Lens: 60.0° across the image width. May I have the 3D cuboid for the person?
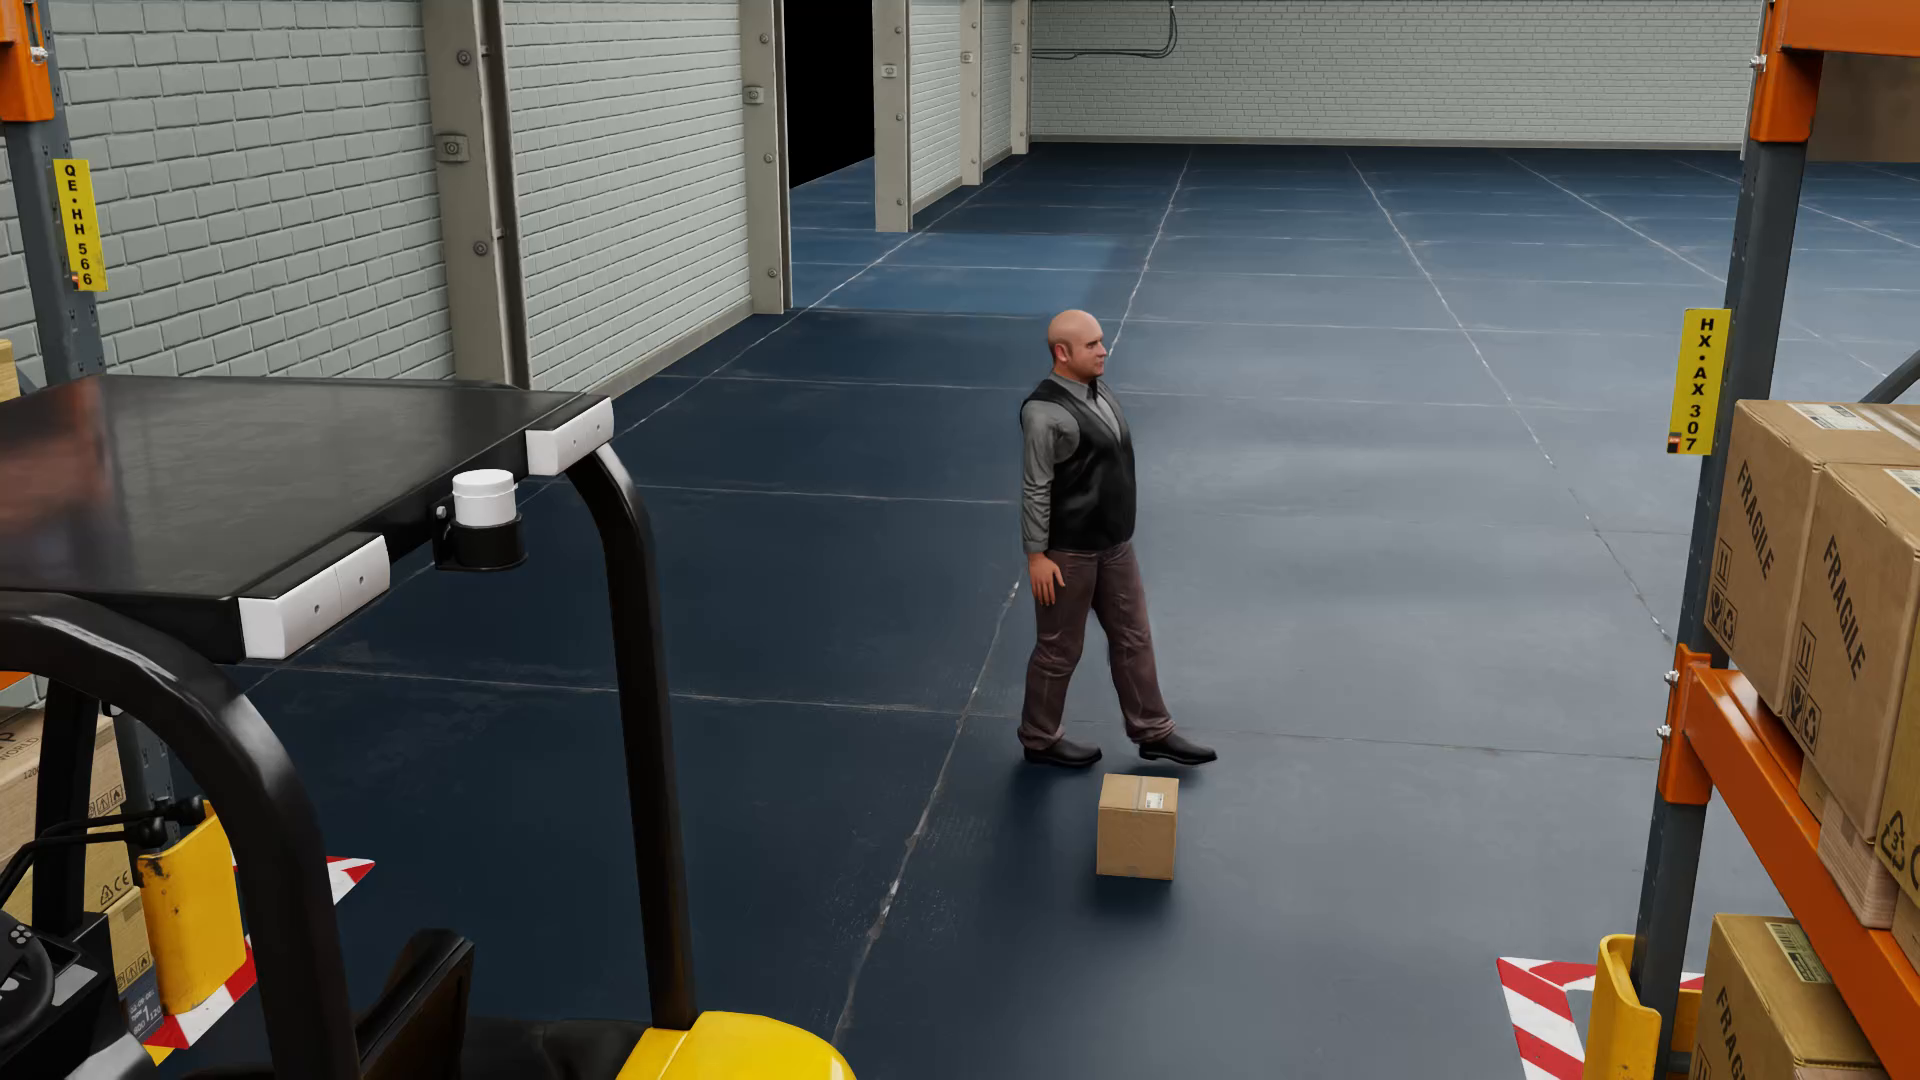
[{"bbox_3d":[0.554,0.040,5.943,0.717,1.713,0.572,10,20,29],"label":"person"}]
